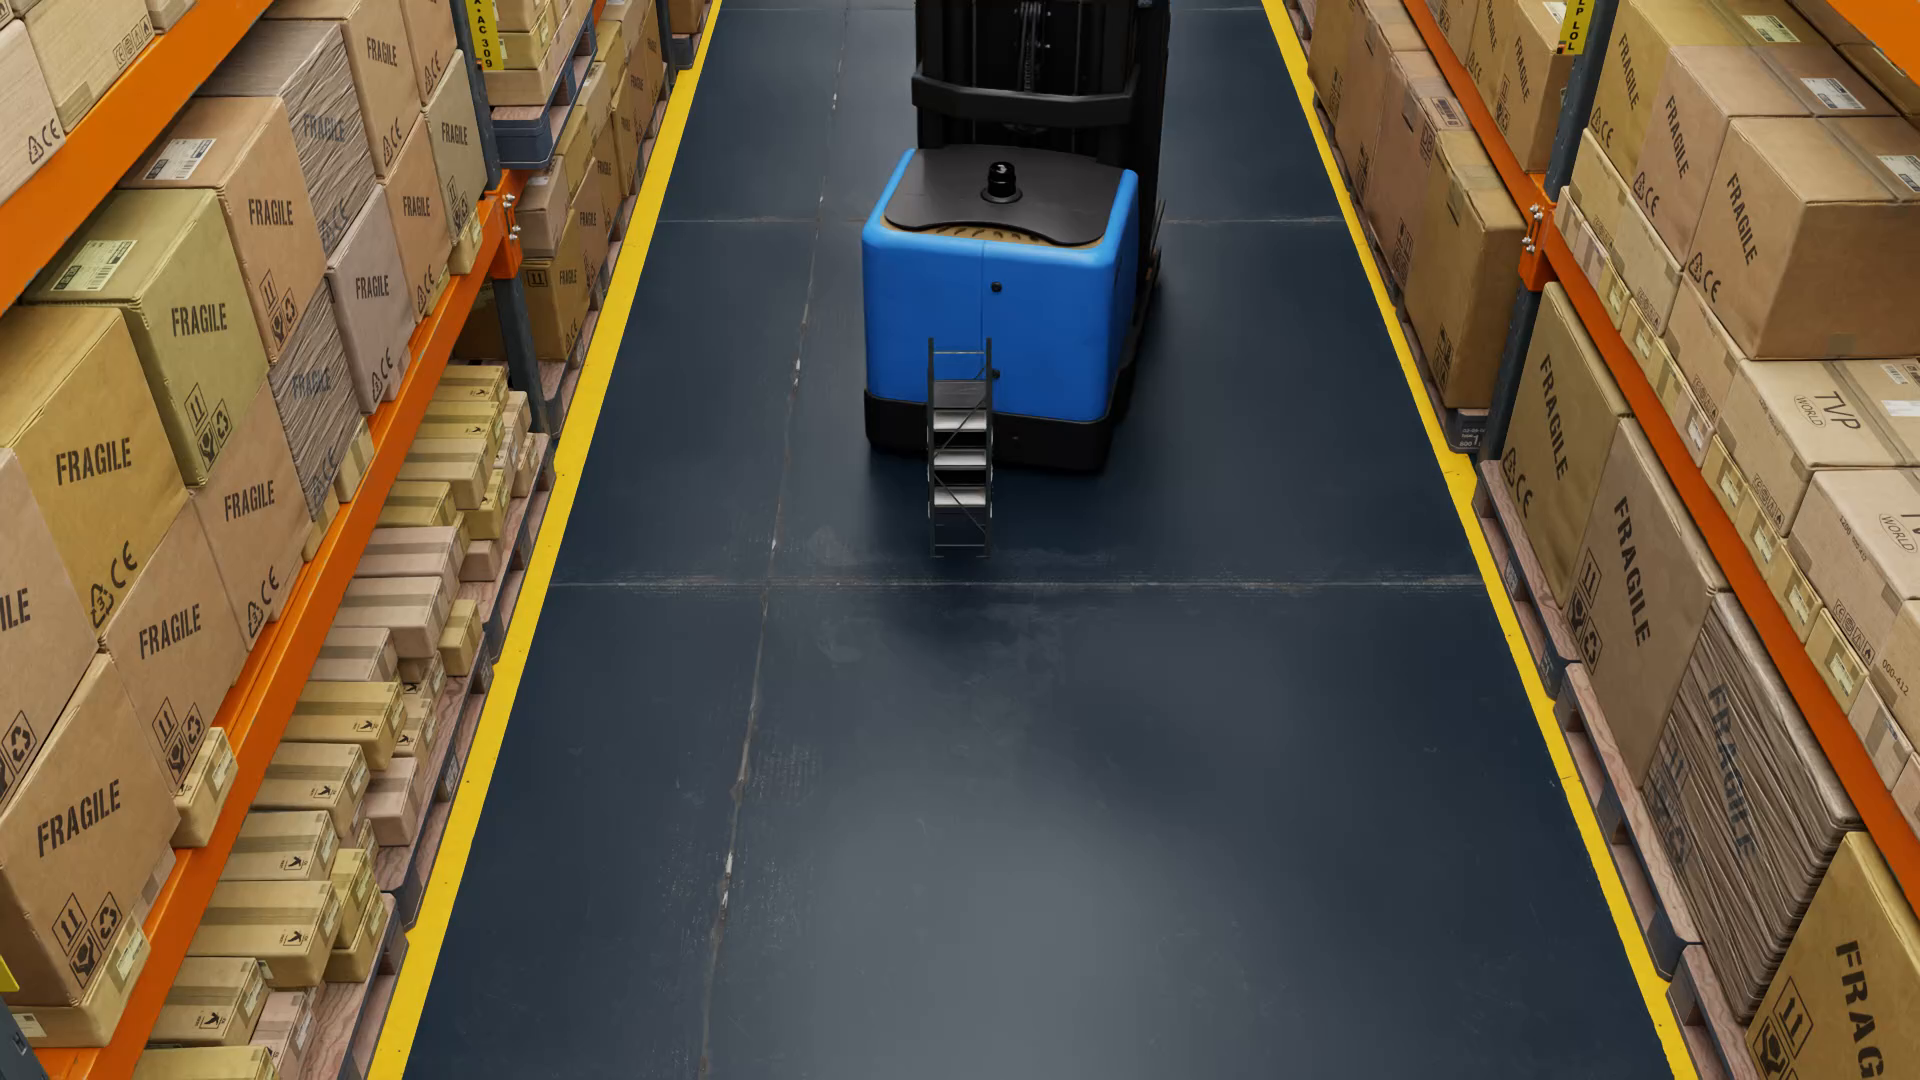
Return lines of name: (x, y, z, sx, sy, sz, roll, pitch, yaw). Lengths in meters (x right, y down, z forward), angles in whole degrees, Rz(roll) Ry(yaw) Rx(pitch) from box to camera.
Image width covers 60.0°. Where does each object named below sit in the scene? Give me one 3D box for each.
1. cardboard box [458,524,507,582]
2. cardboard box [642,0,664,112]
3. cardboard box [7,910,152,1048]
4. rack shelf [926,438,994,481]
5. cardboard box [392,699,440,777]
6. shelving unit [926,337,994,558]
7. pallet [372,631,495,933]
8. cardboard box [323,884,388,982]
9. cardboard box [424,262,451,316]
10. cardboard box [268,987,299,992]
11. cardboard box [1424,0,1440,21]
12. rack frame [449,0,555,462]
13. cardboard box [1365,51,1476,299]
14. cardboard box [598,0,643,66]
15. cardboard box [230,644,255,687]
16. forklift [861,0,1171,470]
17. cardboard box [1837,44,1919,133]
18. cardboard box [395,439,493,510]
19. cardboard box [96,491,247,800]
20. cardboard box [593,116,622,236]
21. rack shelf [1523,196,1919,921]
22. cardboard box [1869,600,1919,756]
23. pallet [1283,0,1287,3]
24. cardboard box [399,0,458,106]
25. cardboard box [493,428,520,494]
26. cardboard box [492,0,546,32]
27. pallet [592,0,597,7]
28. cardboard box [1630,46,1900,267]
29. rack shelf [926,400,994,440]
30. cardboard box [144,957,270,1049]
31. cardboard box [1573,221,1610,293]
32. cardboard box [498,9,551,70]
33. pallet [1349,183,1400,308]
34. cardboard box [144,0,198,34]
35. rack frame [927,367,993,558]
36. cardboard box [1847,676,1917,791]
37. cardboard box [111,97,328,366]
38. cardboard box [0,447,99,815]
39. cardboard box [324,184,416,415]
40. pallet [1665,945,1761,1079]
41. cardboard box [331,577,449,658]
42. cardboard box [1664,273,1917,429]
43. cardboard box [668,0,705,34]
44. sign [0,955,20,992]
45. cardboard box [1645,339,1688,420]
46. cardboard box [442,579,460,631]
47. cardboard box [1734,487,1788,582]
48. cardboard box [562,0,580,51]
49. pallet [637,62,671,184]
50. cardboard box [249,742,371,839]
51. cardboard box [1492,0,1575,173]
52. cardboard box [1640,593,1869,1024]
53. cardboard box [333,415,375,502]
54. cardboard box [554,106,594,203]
cardboard box: (-1.931, 0.025, 6.264, 0.380, 0.149, 0.250, -1, 39, -2)
cardboard box: (-1.996, -2.775, 9.477, 0.500, 0.500, 0.500, 0, 39, 0)
cardboard box: (-1.921, 0.900, 3.429, 0.380, 0.149, 0.250, 0, 39, 0)
rack shelf: (0.000, -0.320, 6.483, 0.258, 0.077, 0.200, 0, 39, 0)
cardboard box: (-1.944, 0.658, 5.474, 0.380, 0.149, 0.250, 0, 39, 0)
shelving unit: (0.000, -0.346, 6.462, 0.258, 0.900, 0.210, 0, 39, 0)
pallet: (-2.213, 0.776, 5.612, 1.003, 0.211, 1.213, 0, 39, 0)
cardboard box: (-1.909, 1.147, 4.864, 0.380, 0.149, 0.250, 0, 39, 1)
cardboard box: (-1.969, -0.892, 5.665, 0.380, 0.149, 0.250, 1, 39, 2)
cardboard box: (-2.025, 1.185, 4.578, 0.380, 0.149, 0.250, 0, 39, 1)
cardboard box: (2.436, -2.718, 7.663, 0.500, 0.500, 0.500, 0, 39, 0)
rack frame: (-2.253, -1.497, 6.219, 1.000, 3.000, 0.127, 0, 39, 0)
cardboard box: (2.684, -1.731, 7.874, 1.225, 0.875, 0.875, -1, 39, -2)
cardboard box: (-1.984, -2.736, 8.829, 0.500, 0.250, 0.500, 0, 39, 1)
cardboard box: (-2.023, 0.241, 4.251, 0.380, 0.149, 0.250, 0, 39, 0)
forklift: (0.399, -2.362, 7.353, 1.130, 2.935, 3.031, 8, 39, 9)
cardboard box: (2.971, -1.187, 5.114, 0.500, 0.500, 0.500, 0, 39, 0)
cardboard box: (-1.945, -0.242, 6.122, 0.380, 0.149, 0.250, 0, 39, 0)
cardboard box: (-1.999, 0.234, 3.741, 0.500, 0.500, 0.500, 0, 39, 0)
cardboard box: (-2.005, -1.806, 8.268, 0.500, 0.500, 0.500, 1, 39, 1)
rack shelf: (2.709, 0.095, 4.809, 1.077, 0.370, 4.000, 0, 39, 0)
cardboard box: (2.445, 0.387, 3.751, 0.500, 0.250, 0.500, -1, 39, -1)
pallet: (2.704, -4.100, 11.697, 1.003, 0.211, 1.213, 0, 39, 0)
cardboard box: (-1.982, -1.748, 5.415, 0.500, 0.500, 0.500, -1, 39, -2)
cardboard box: (-1.922, -0.298, 6.429, 0.380, 0.149, 0.250, -2, 39, -2)
cardboard box: (-1.794, -2.041, 6.288, 0.380, 0.149, 0.250, 2, 39, 2)
pallet: (-2.215, -2.685, 7.855, 1.003, 0.211, 1.213, 0, 39, 0)
cardboard box: (2.444, -1.179, 5.106, 0.500, 0.500, 0.500, 0, 39, 0)
rack shelf: (0.000, -0.461, 6.371, 0.258, 0.077, 0.200, 0, 39, 0)
cardboard box: (-2.030, 1.221, 4.296, 0.380, 0.149, 0.250, 1, 39, 1)
cardboard box: (2.375, -0.989, 5.787, 0.380, 0.149, 0.250, -1, 39, -2)
cardboard box: (-1.794, -1.925, 6.381, 0.380, 0.149, 0.250, 1, 39, 1)
pallet: (2.626, -1.596, 8.573, 1.003, 0.211, 1.213, 0, 39, 0)
cardboard box: (-1.993, -1.362, 3.772, 0.500, 0.250, 0.500, 0, 39, 0)
rack frame: (0.000, -0.282, 6.383, 0.240, 0.900, 0.006, 0, 39, 0)
cardboard box: (2.381, 0.464, 3.974, 0.380, 0.149, 0.250, 1, 39, 1)
cardboard box: (-1.973, -0.781, 4.208, 0.500, 0.500, 0.500, -1, 39, -1)
cardboard box: (-1.984, 0.179, 3.011, 0.500, 0.500, 0.500, 0, 39, 0)
cardboard box: (-1.972, -0.714, 4.924, 0.500, 0.500, 0.500, 0, 39, 0)
pallet: (2.632, 1.653, 4.519, 1.003, 0.211, 1.213, 0, 39, 0)
cardboard box: (-1.918, 0.258, 5.498, 0.380, 0.149, 0.250, -1, 39, -2)
cardboard box: (2.447, -0.566, 4.939, 0.500, 0.250, 0.500, 1, 39, 1)
cardboard box: (-2.169, -3.665, 10.388, 1.050, 0.750, 0.750, -1, 39, -1)
sign: (-1.706, 0.667, 2.827, 0.100, 0.325, 0.005, 0, 39, 0)
cardboard box: (2.378, -0.500, 5.176, 0.380, 0.149, 0.250, -1, 39, -1)
cardboard box: (-1.982, 0.186, 5.826, 0.380, 0.149, 0.250, 1, 39, 1)
cardboard box: (2.380, -0.016, 4.572, 0.380, 0.149, 0.250, 1, 39, 1)
cardboard box: (-1.796, -2.139, 6.885, 0.380, 0.149, 0.250, 0, 39, 0)
pallet: (-2.259, -2.421, 9.602, 1.003, 0.211, 1.213, 0, 39, 0)
cardboard box: (-1.976, 0.735, 4.902, 0.380, 0.149, 0.250, 1, 39, 2)
cardboard box: (2.433, -1.768, 6.478, 0.500, 0.500, 0.500, 0, 39, 0)
cardboard box: (2.629, 0.760, 4.766, 0.875, 0.875, 0.875, 0, 39, 0)
cardboard box: (-1.945, -0.242, 4.855, 0.380, 0.149, 0.250, 1, 39, 1)
cardboard box: (-1.993, -1.773, 7.627, 0.500, 0.250, 0.500, 1, 39, 1)
